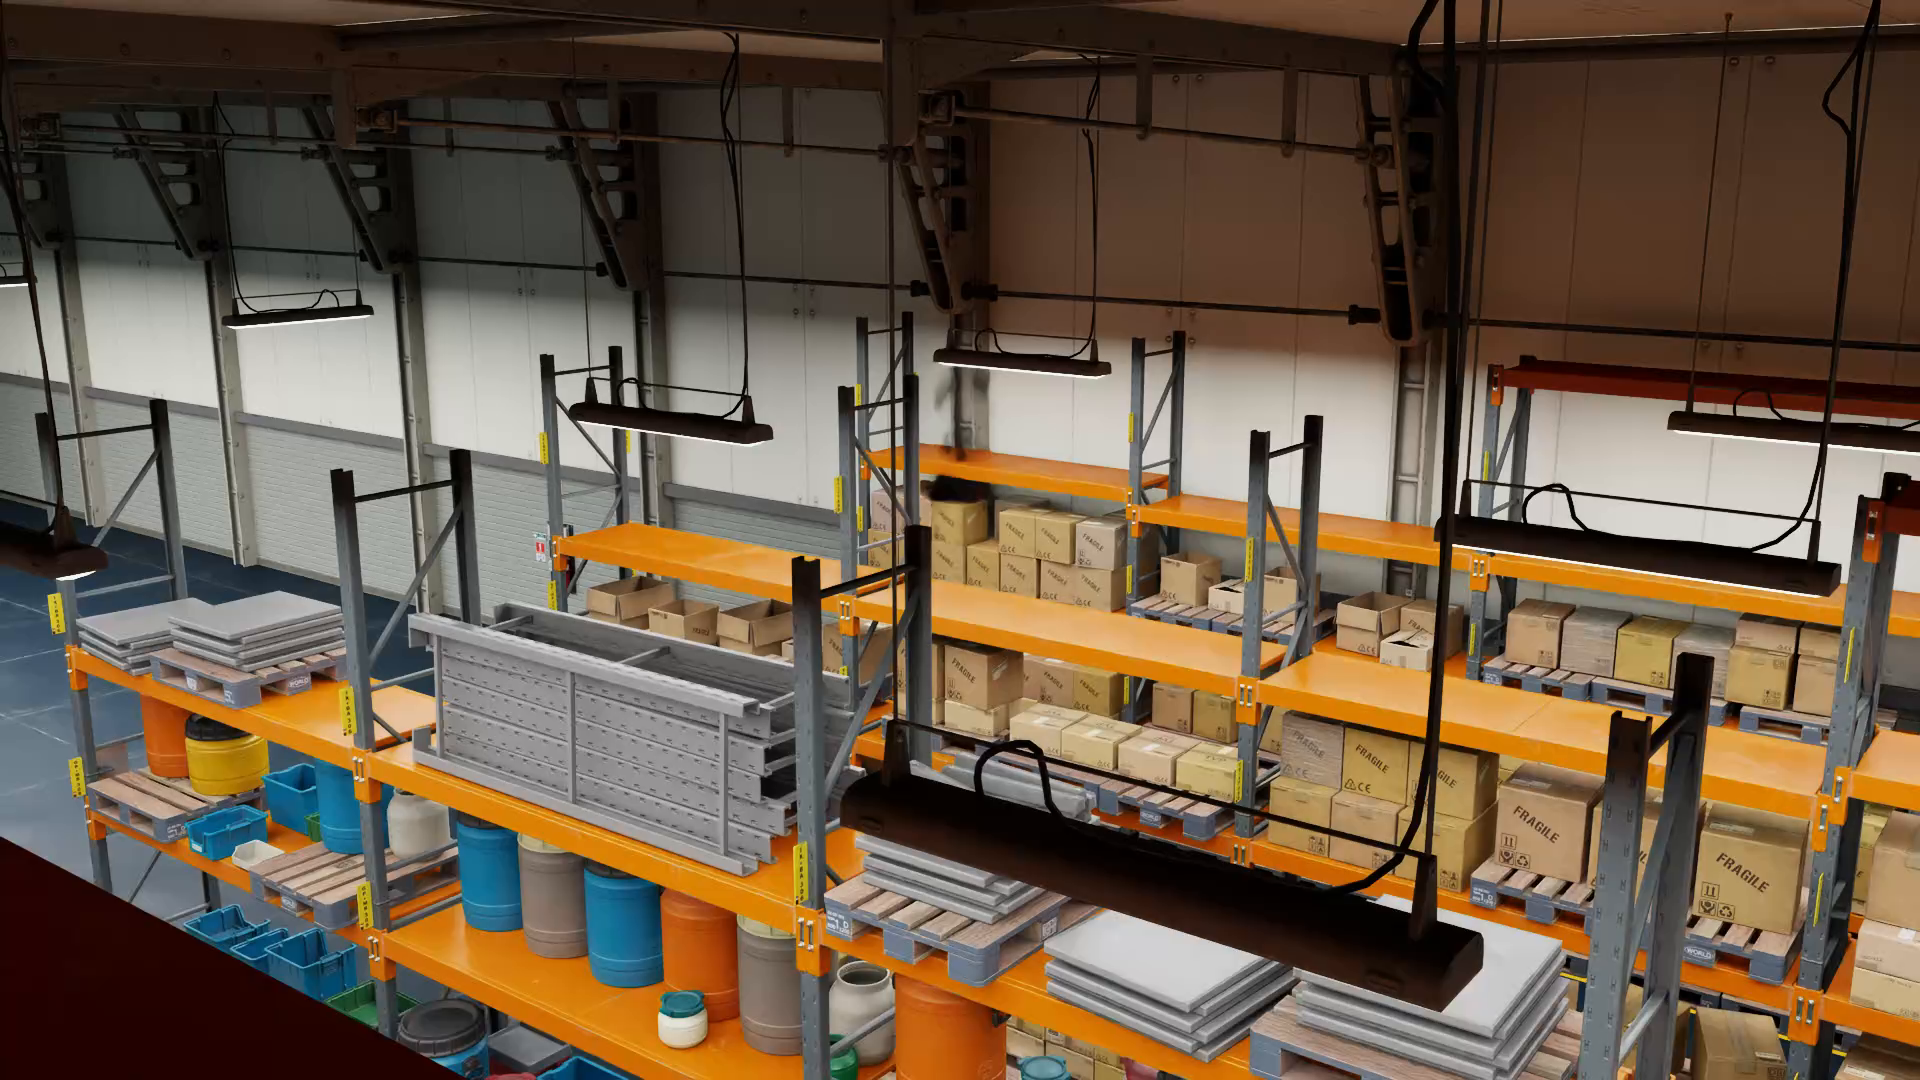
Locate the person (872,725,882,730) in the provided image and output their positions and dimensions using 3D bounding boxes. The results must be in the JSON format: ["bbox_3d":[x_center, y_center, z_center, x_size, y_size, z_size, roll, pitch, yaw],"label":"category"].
[{"bbox_3d":[-0.550,2.919,18.991,0.988,1.731,0.668,4,14,17],"label":"person"}]

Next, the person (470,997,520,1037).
[{"bbox_3d":[-3.882,4.022,14.278,0.775,1.688,0.693,8,15,30],"label":"person"}]
